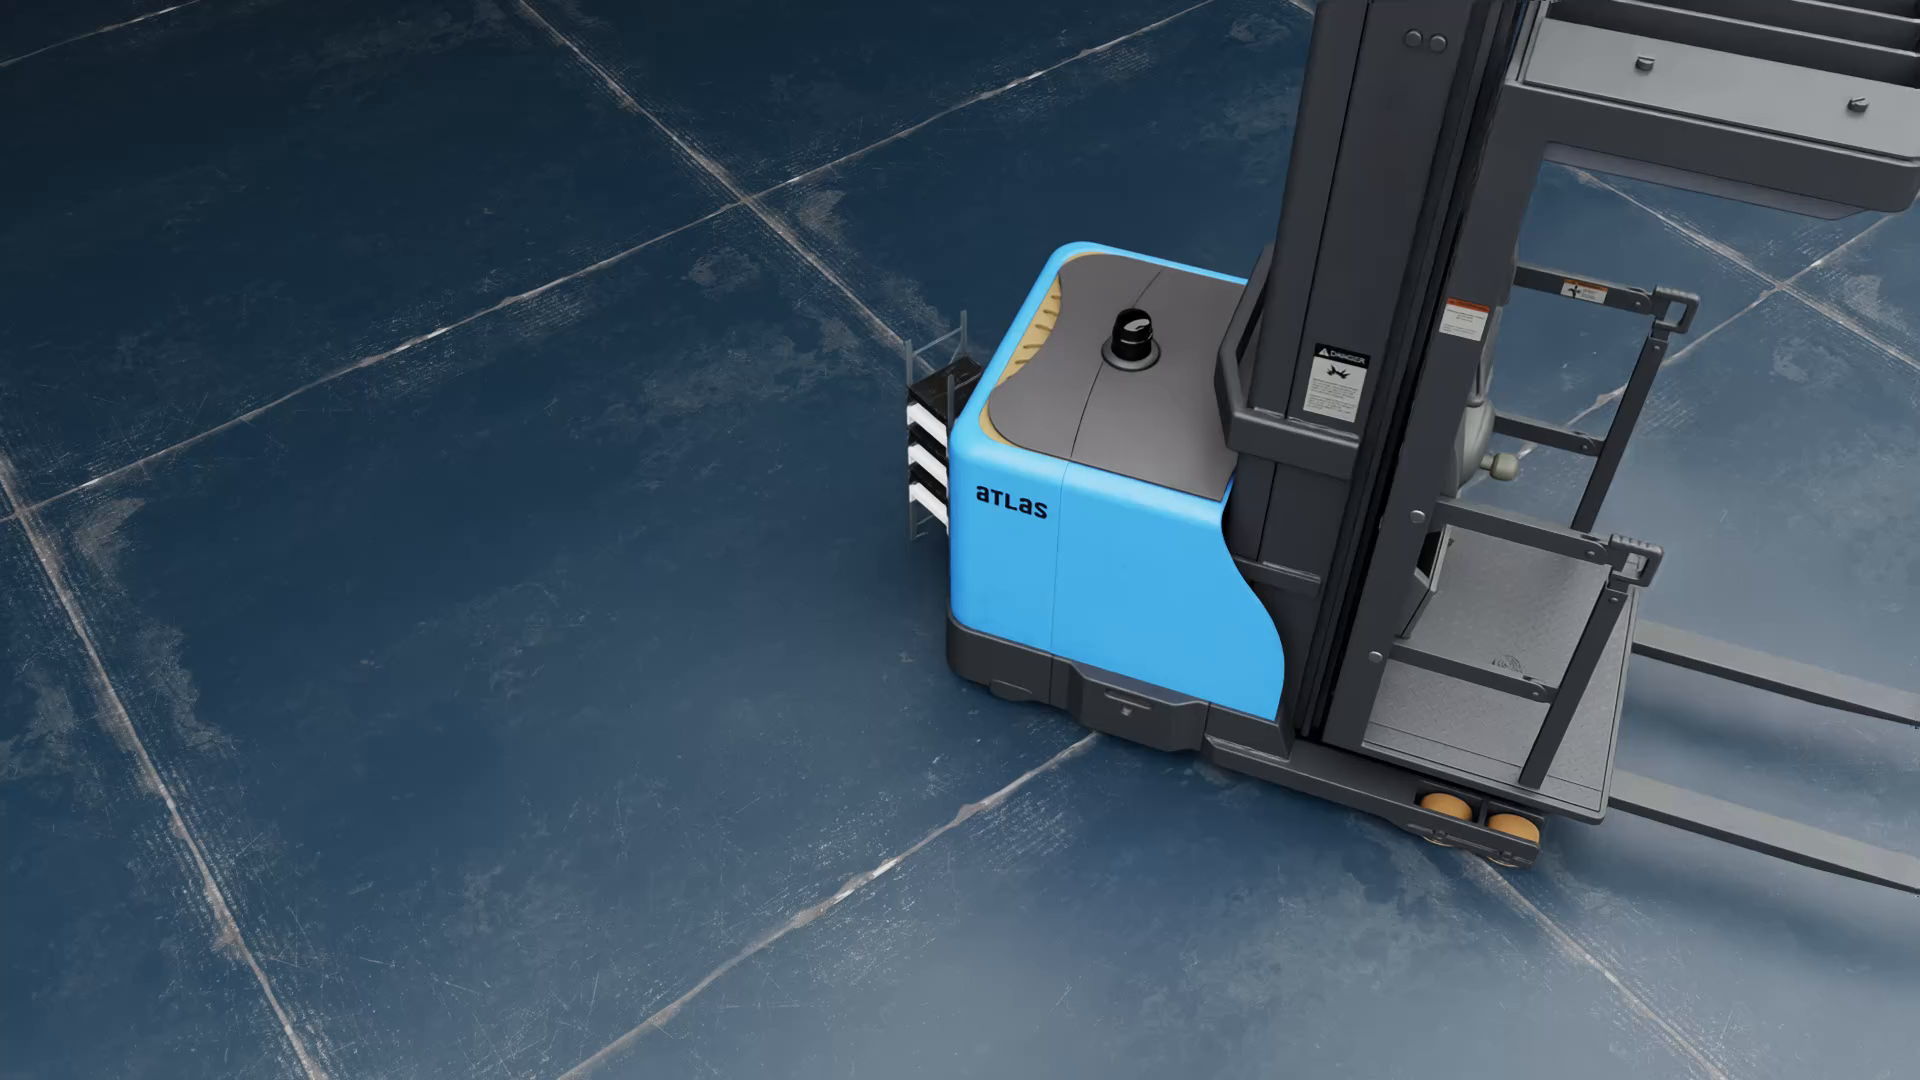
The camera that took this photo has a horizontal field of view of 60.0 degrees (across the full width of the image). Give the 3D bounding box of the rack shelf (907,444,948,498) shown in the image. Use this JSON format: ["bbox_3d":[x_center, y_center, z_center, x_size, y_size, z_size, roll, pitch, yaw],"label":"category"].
[{"bbox_3d":[-0.010,-0.277,5.438,0.258,0.077,0.200,-31,55,-26],"label":"rack shelf"}]

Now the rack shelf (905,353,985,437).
[{"bbox_3d":[-0.009,-0.459,5.238,0.258,0.077,0.200,-31,55,-26],"label":"rack shelf"}]

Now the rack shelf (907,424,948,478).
[{"bbox_3d":[-0.010,-0.337,5.371,0.258,0.077,0.200,-31,55,-26],"label":"rack shelf"}]

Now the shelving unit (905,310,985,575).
[{"bbox_3d":[-0.010,-0.299,5.413,0.258,0.900,0.210,-31,55,-26],"label":"shelving unit"}]

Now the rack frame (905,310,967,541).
[{"bbox_3d":[-0.074,-0.357,5.466,0.240,0.900,0.006,-31,55,-26],"label":"rack frame"}]

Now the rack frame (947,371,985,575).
[{"bbox_3d":[0.055,-0.241,5.360,0.240,0.900,0.006,-31,55,-26],"label":"rack frame"}]

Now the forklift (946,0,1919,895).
[{"bbox_3d":[1.526,-0.476,4.204,3.031,2.935,1.130,16,50,14],"label":"forklift"}]

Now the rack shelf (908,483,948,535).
[{"bbox_3d":[-0.010,-0.155,5.571,0.258,0.077,0.200,-31,55,-26],"label":"rack shelf"}]

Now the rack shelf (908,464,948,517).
[{"bbox_3d":[-0.010,-0.216,5.504,0.258,0.077,0.200,-31,55,-26],"label":"rack shelf"}]

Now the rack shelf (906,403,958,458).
[{"bbox_3d":[-0.009,-0.398,5.305,0.258,0.077,0.200,-31,55,-26],"label":"rack shelf"}]
